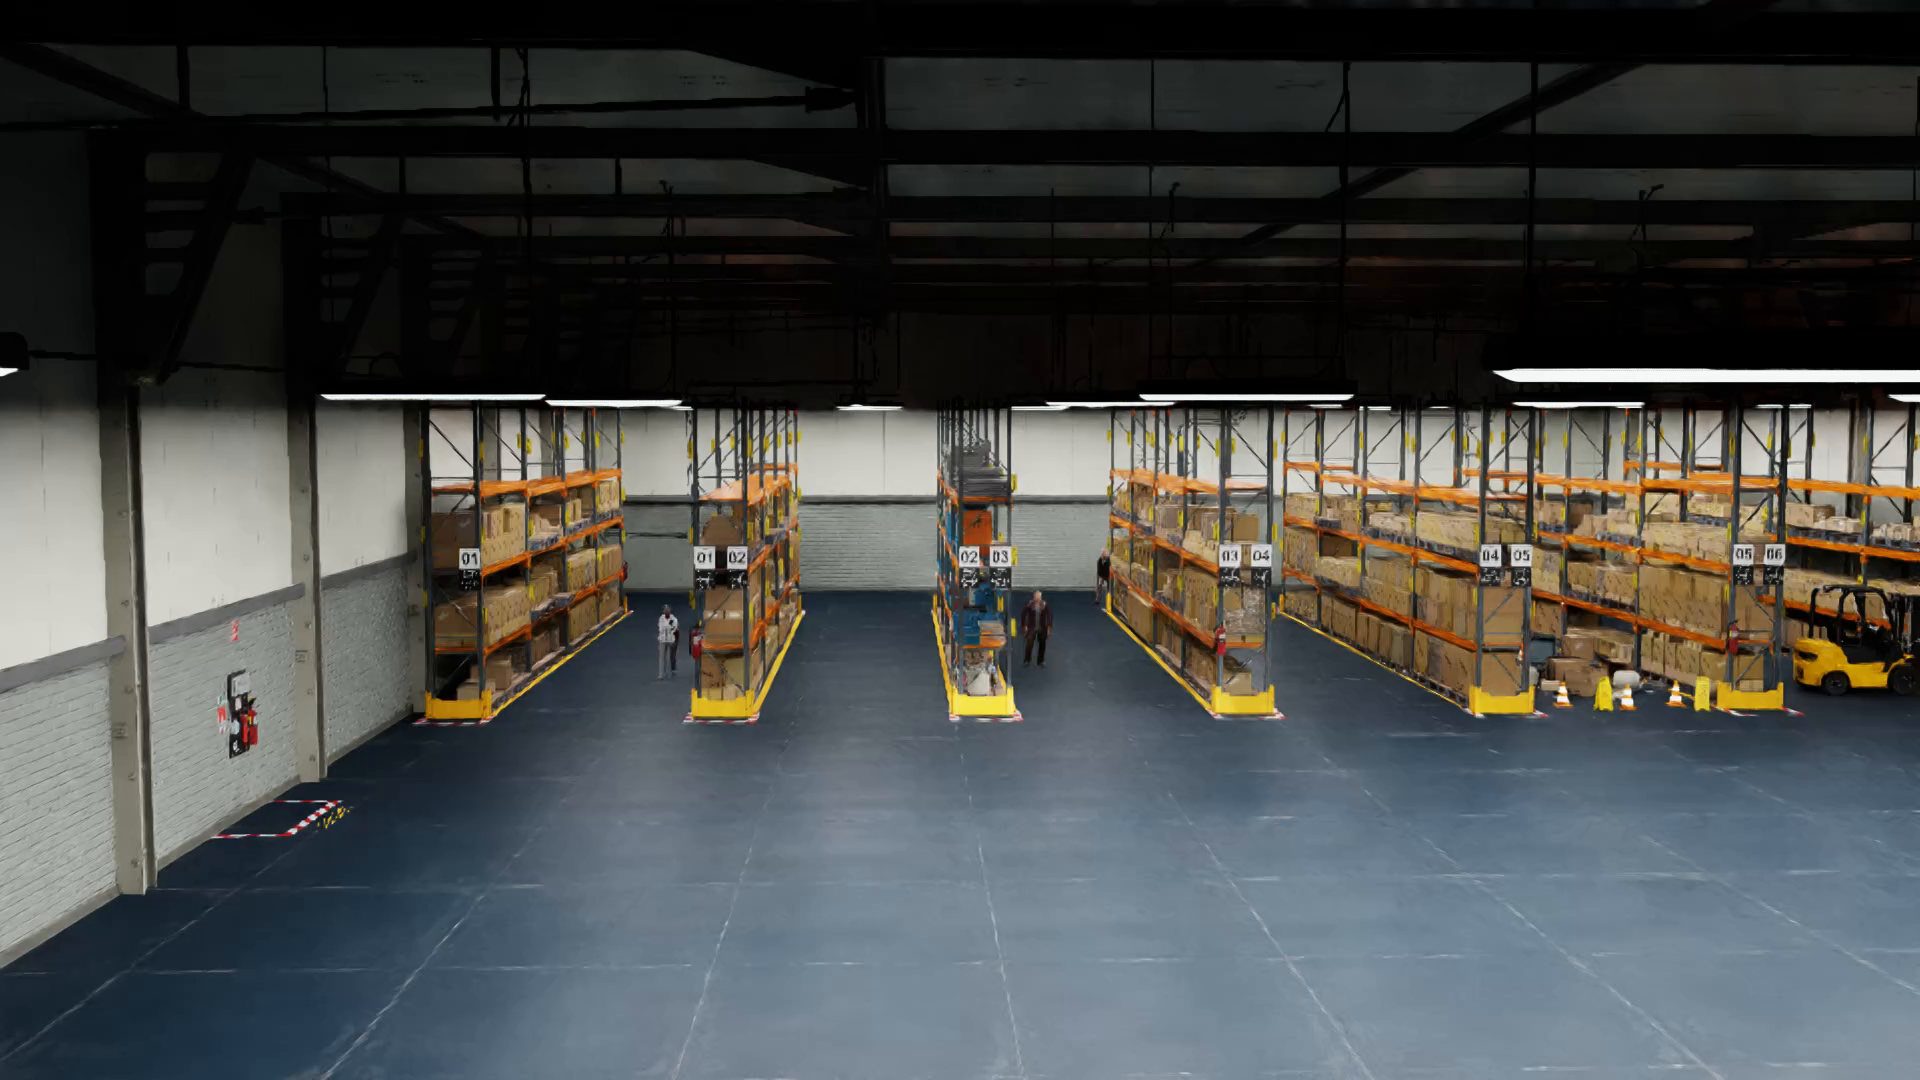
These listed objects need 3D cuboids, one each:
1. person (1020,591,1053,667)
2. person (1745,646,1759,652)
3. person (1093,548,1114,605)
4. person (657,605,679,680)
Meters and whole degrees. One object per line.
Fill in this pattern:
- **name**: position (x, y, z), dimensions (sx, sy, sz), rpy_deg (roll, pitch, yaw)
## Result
- **person**: position (1.710, 1.983, 37.289), dimensions (0.729, 1.733, 0.546), rpy_deg (0, 4, -4)
- **person**: position (16.867, 2.143, 35.511), dimensions (0.477, 1.667, 0.523), rpy_deg (2, 5, 29)
- **person**: position (4.324, 1.077, 49.472), dimensions (0.578, 1.677, 0.963), rpy_deg (2, 5, 21)
- **person**: position (-6.252, 2.158, 35.652), dimensions (0.445, 1.590, 1.091), rpy_deg (0, 4, -4)
